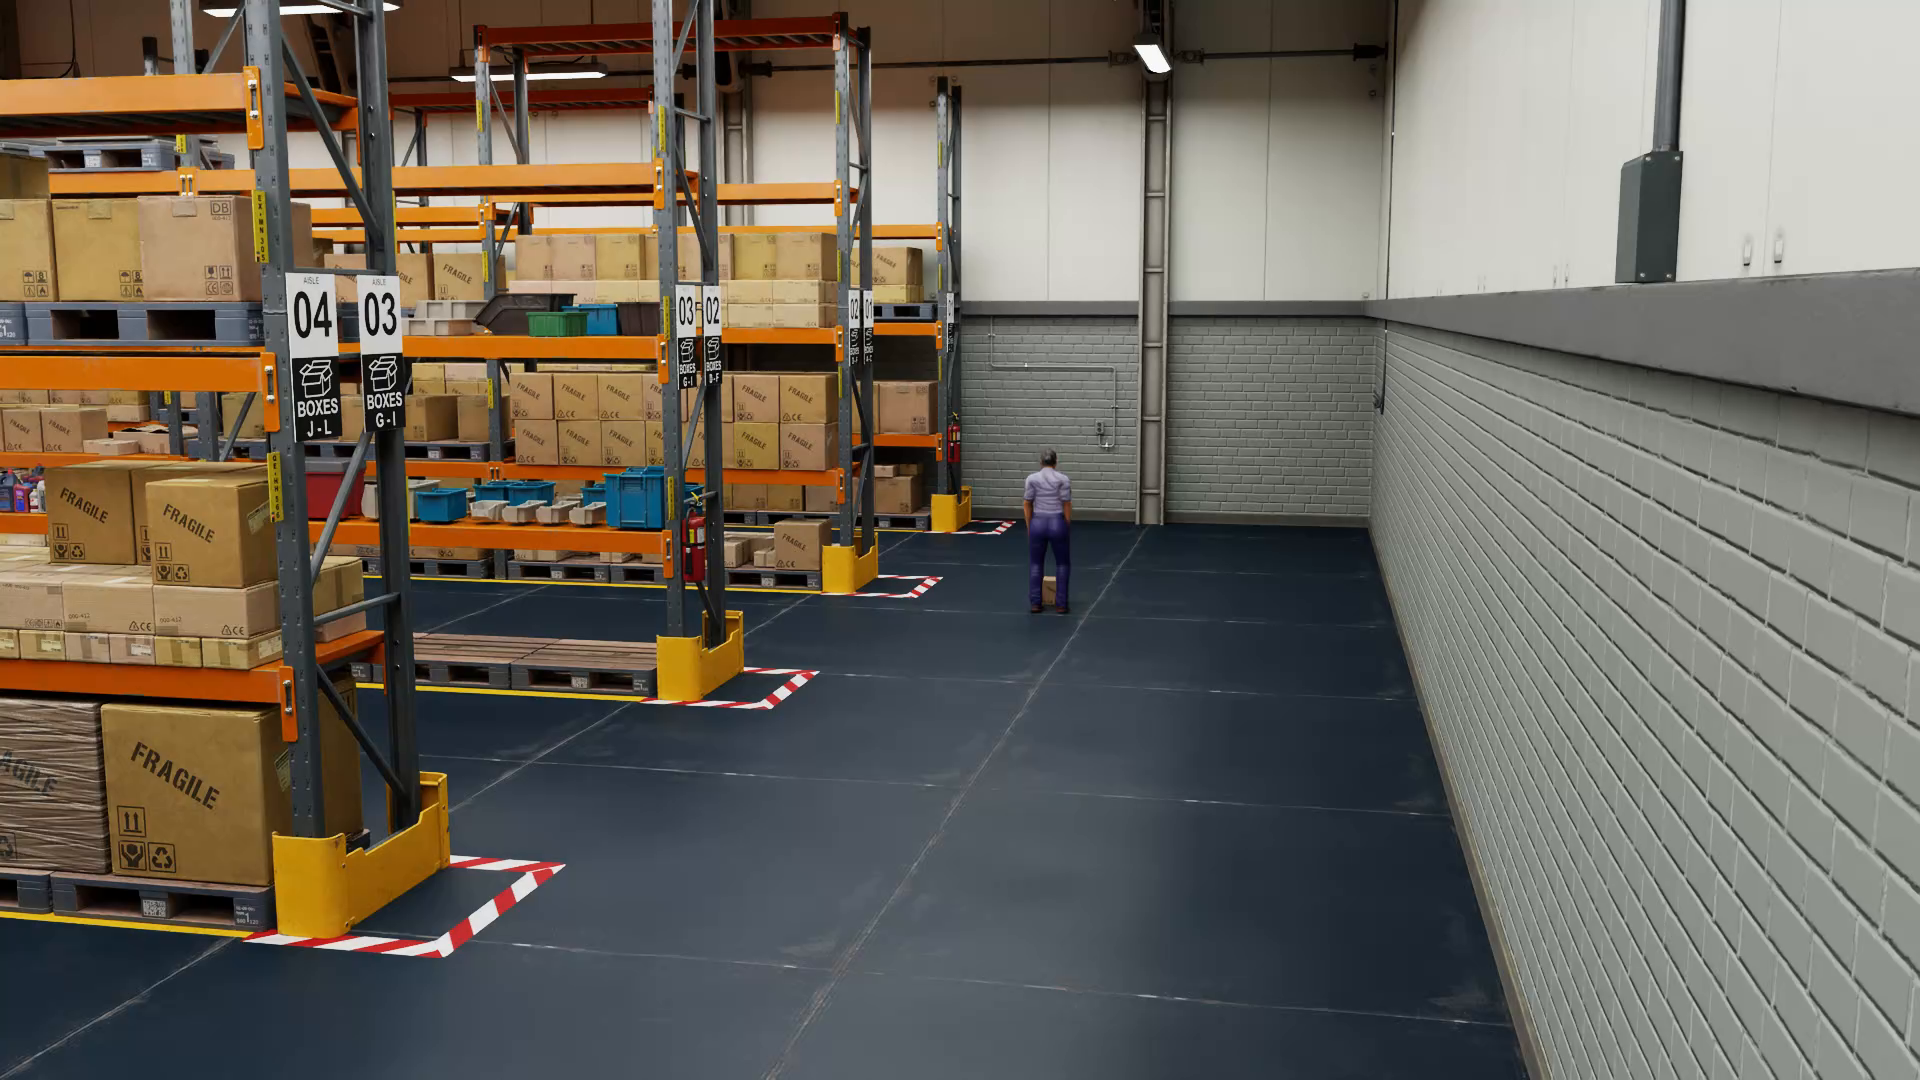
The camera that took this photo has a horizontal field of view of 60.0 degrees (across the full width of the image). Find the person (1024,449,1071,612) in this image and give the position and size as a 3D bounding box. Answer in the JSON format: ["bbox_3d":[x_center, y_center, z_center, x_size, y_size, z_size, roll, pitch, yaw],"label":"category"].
[{"bbox_3d":[0.871,-0.086,16.575,0.483,1.631,0.352,2,8,12],"label":"person"}]
